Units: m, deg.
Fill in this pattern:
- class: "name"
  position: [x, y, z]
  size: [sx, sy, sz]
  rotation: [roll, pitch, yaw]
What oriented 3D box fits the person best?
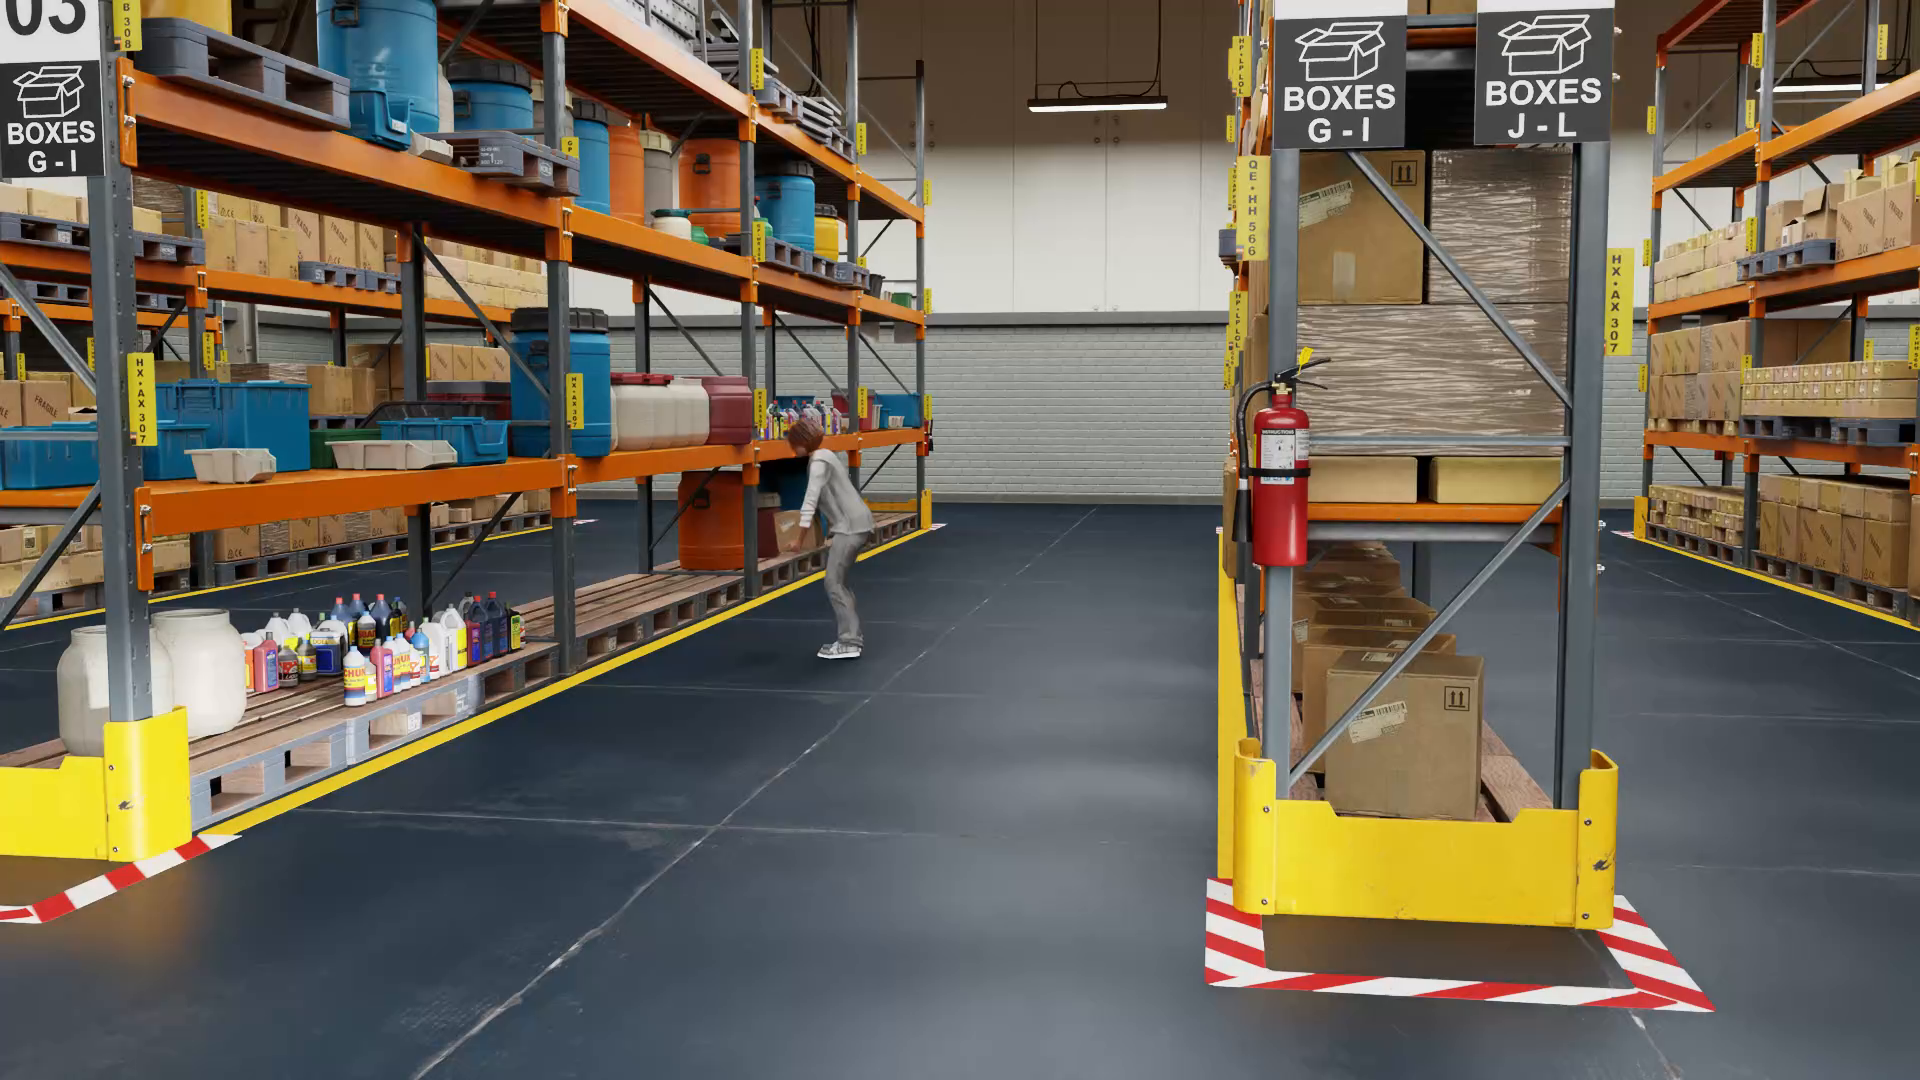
- class: "person"
  position: [-0.827, -0.001, 10.685]
  size: [0.558, 1.514, 0.372]
  rotation: [1, 5, 8]
